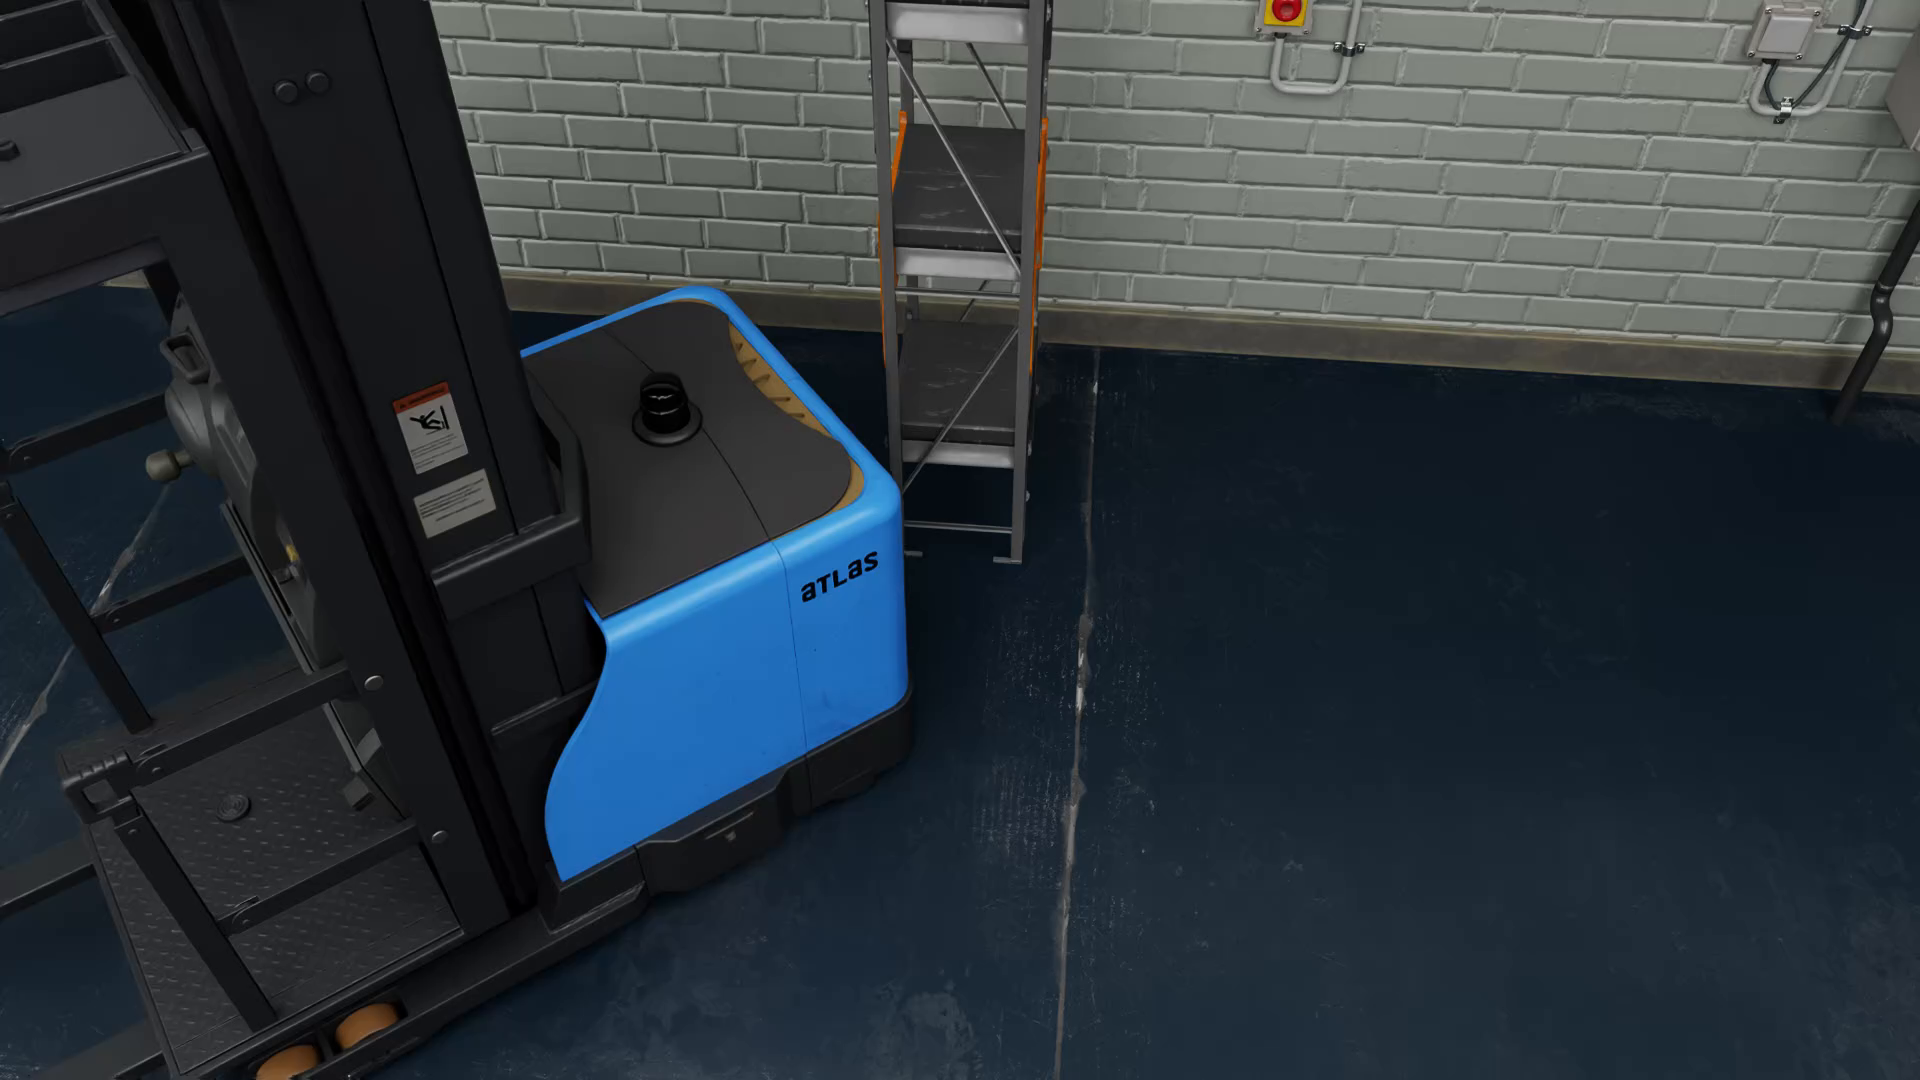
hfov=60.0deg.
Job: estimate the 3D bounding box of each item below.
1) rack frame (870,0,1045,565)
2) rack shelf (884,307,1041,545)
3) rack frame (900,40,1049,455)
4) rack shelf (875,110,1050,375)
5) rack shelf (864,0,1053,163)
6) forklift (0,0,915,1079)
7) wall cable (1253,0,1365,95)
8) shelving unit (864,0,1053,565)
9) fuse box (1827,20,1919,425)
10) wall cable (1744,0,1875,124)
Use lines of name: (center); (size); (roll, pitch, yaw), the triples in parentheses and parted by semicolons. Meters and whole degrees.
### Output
rack frame: (-0.007, -0.651, 4.422); (0.400, 2.100, 0.015); (4, 48, 4)
rack shelf: (0.015, -0.349, 5.113); (0.431, 0.518, 0.480); (4, 48, 4)
rack frame: (0.037, -1.010, 4.750); (0.400, 2.100, 0.015); (4, 48, 4)
rack shelf: (0.015, -0.821, 4.597); (0.431, 0.518, 0.480); (4, 48, 4)
rack shelf: (0.015, -1.294, 4.080); (0.431, 0.518, 0.480); (4, 48, 4)
forklift: (-1.633, -0.069, 3.327); (3.031, 2.935, 1.130); (-26, 53, -22)
wall cable: (0.909, -2.000, 4.337); (0.585, 1.953, 0.123); (4, 48, 4)
shelving unit: (0.015, -0.830, 4.586); (0.431, 2.100, 0.503); (4, 48, 4)
fuse box: (2.988, -0.963, 4.971); (0.539, 1.711, 0.414); (4, 48, 4)
wall cable: (2.322, -1.903, 4.269); (0.588, 1.984, 0.122); (4, 48, 4)
